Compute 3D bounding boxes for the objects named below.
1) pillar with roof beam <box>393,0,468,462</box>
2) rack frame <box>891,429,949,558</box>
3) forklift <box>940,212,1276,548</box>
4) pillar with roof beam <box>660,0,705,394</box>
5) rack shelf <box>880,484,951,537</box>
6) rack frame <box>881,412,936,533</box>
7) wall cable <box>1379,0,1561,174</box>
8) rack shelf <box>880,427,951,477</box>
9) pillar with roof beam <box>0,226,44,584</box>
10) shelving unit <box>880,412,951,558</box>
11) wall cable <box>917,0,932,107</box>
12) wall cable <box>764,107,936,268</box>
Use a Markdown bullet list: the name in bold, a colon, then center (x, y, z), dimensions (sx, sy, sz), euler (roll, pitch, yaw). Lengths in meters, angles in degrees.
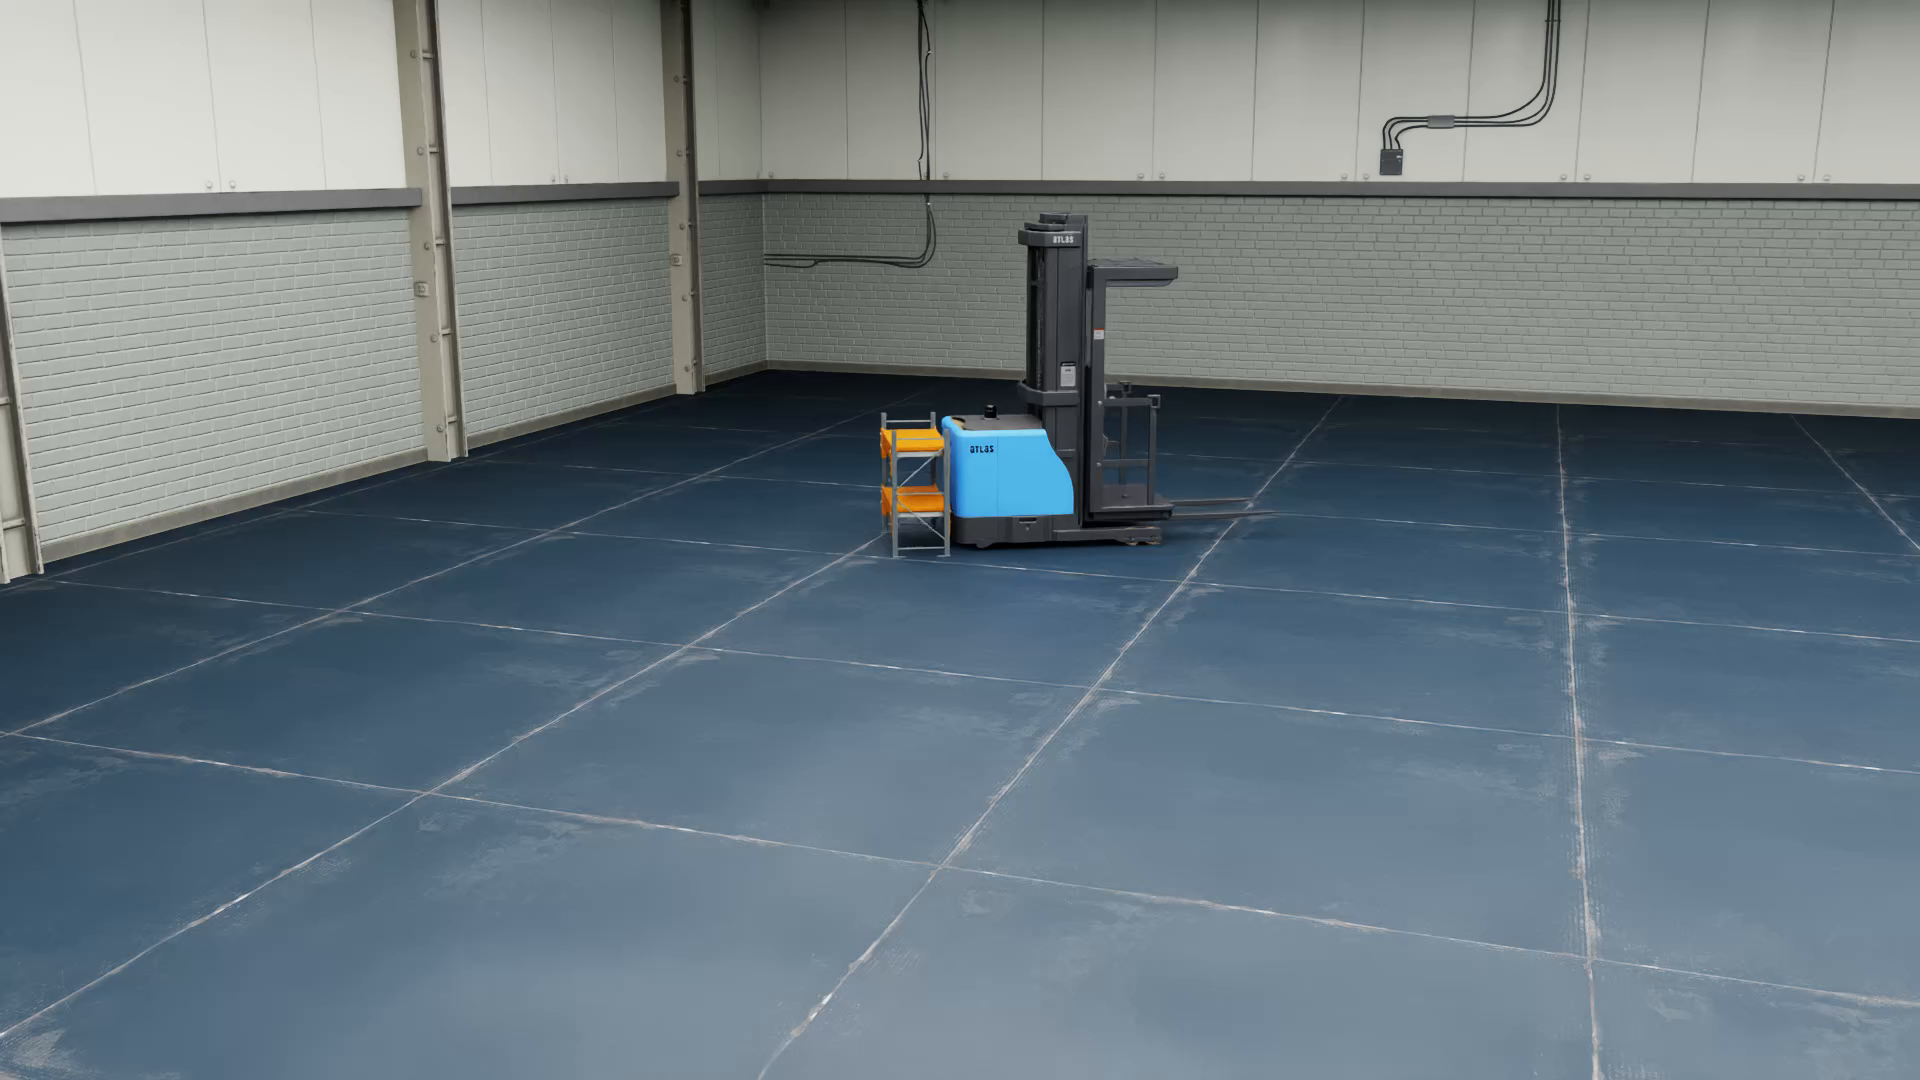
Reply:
- **pillar with roof beam**: center (-1.922, -5.034, 17.082), dimensions (9.100, 9.000, 0.400), euler (4, 14, 18)
- **rack frame**: center (-0.343, -0.400, 14.476), dimensions (0.500, 1.125, 0.032), euler (-2, 13, -7)
- **forklift**: center (1.378, -1.490, 15.193), dimensions (3.031, 2.935, 1.130), euler (-2, 13, -9)
- **pillar with roof beam**: center (0.019, -6.297, 22.617), dimensions (9.100, 9.000, 0.400), euler (4, 14, 18)
- **rack shelf**: center (-0.409, -0.274, 15.022), dimensions (0.538, 0.278, 1.000), euler (-2, 13, -7)
- **rack frame**: center (-0.476, -0.625, 15.459), dimensions (0.500, 1.125, 0.032), euler (-2, 13, -7)
- **wall cable**: center (7.128, -8.103, 22.887), dimensions (2.305, 6.003, 0.169), euler (4, 14, 18)
- **rack shelf**: center (-0.409, -0.798, 14.902), dimensions (0.538, 0.278, 1.000), euler (-2, 13, -7)
- **pillar with roof beam**: center (-3.864, -3.770, 11.547), dimensions (9.100, 9.000, 0.400), euler (4, 14, 18)
- **shelving unit**: center (-0.409, -0.513, 14.968), dimensions (0.538, 1.125, 1.048), euler (-2, 13, -7)
- **wall cable**: center (0.710, -7.886, 25.205), dimensions (3.097, 2.526, 0.112), euler (4, 14, 18)
- **wall cable**: center (-1.850, -5.618, 26.621), dimensions (3.097, 2.526, 0.112), euler (4, 14, 18)
